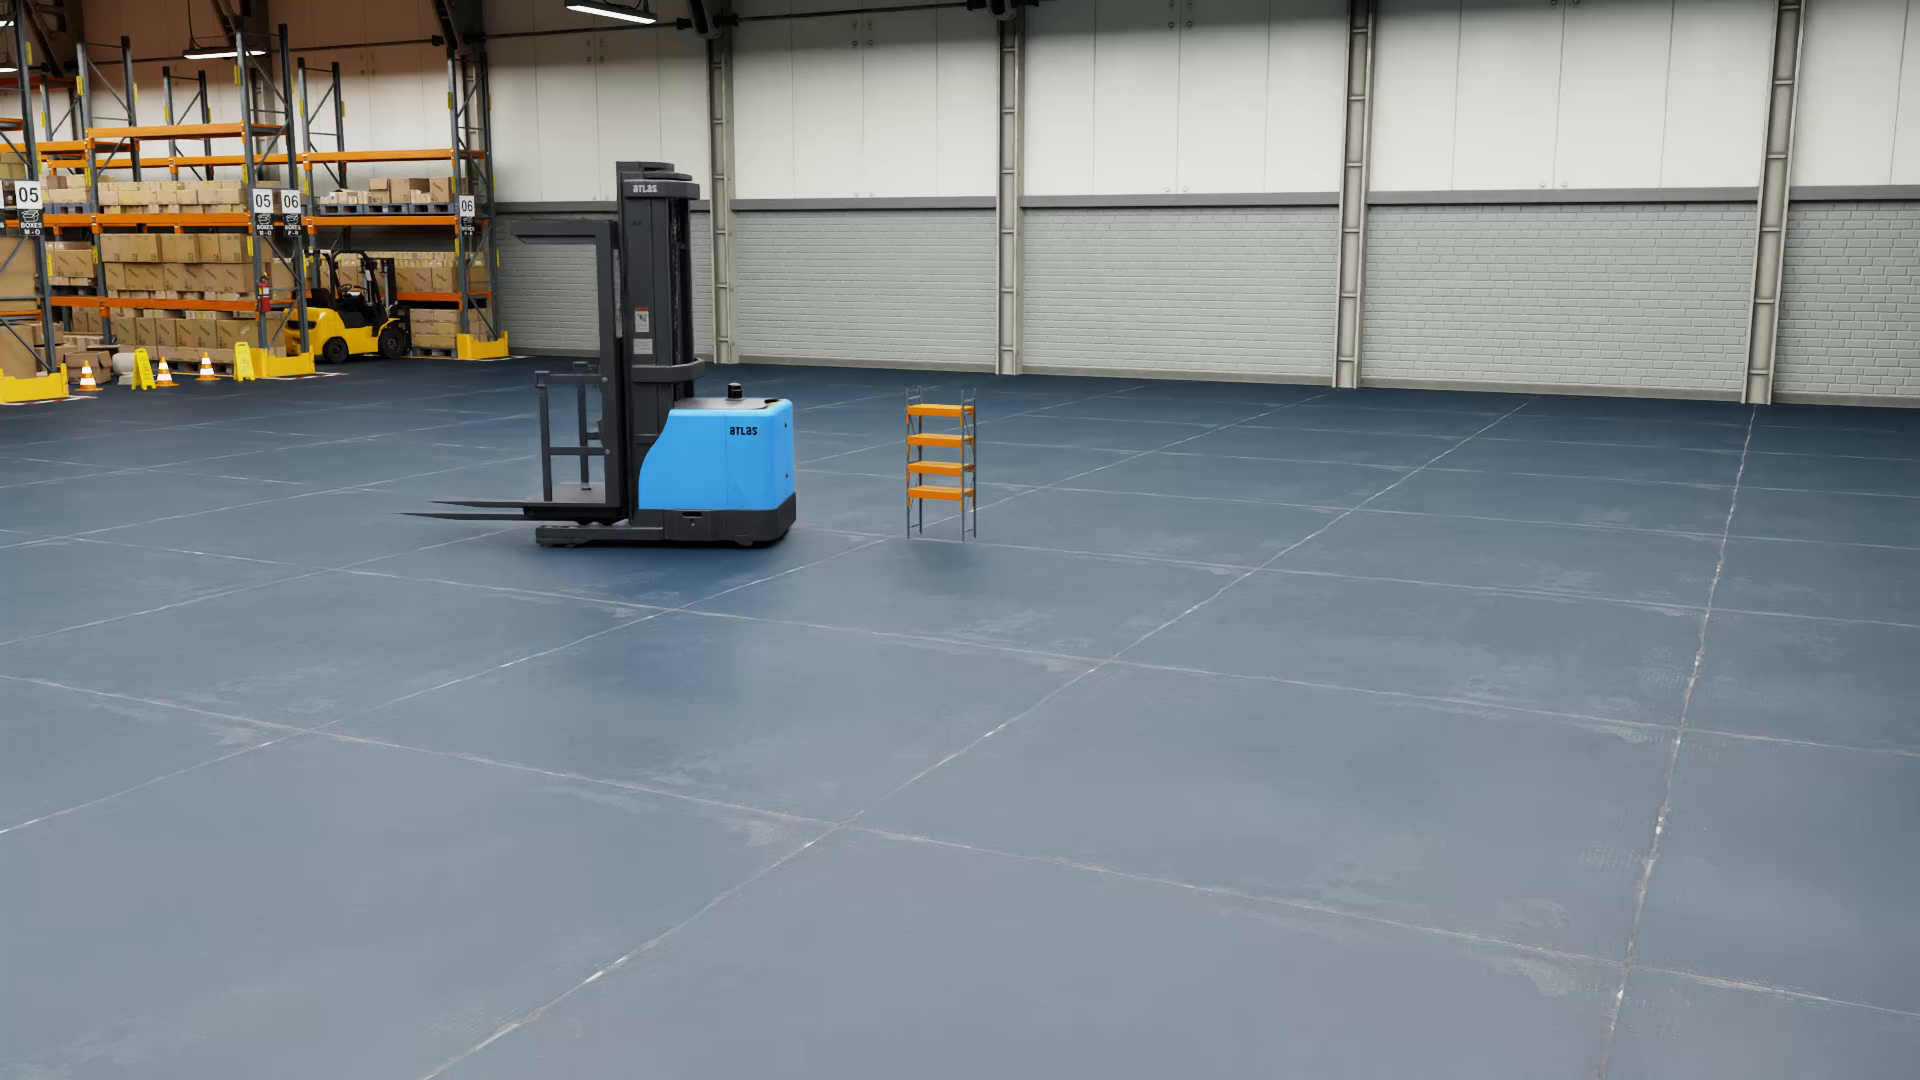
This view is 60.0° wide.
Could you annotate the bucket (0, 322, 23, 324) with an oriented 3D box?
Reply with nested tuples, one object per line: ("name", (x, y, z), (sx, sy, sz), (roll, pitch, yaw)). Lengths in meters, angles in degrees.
("bucket", (-16.399, -3.391, 28.466), (0.726, 0.611, 0.620), (-10, 4, -43))

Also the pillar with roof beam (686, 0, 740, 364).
("pillar with roof beam", (-6.411, -7.163, 27.540), (0.548, 9.000, 9.100), (5, 11, 26))

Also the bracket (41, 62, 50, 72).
("bracket", (-21.178, -11.016, 38.723), (0.430, 0.232, 0.235), (5, 11, 26))

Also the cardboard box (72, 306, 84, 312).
("cardboard box", (-20.219, -5.343, 38.348), (0.250, 0.149, 0.380), (6, 12, 29))

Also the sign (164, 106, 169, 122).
("sign", (-17.067, -9.166, 35.763), (0.005, 0.325, 0.100), (5, 11, 26))

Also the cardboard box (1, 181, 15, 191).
("cardboard box", (-14.120, -5.267, 24.734), (0.250, 0.149, 0.380), (5, 11, 26))

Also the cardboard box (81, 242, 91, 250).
("cardboard box", (-16.727, -5.579, 31.515), (0.250, 0.149, 0.380), (6, 12, 29))

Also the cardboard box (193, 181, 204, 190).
("cardboard box", (-13.161, -6.196, 29.086), (0.250, 0.149, 0.380), (5, 11, 26))

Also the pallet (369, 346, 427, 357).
("pallet", (-11.456, -3.950, 34.464), (1.213, 0.211, 1.003), (5, 11, 26))

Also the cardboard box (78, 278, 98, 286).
("cardboard box", (-16.025, -4.774, 30.712), (0.250, 0.149, 0.380), (5, 11, 27))

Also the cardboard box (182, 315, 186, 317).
("cardboard box", (-14.336, -3.874, 30.647), (0.500, 0.500, 0.500), (5, 12, 27))

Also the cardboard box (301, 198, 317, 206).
("cardboard box", (-13.923, -7.194, 35.380), (0.250, 0.149, 0.380), (5, 11, 26))

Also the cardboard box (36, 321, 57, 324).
("cardboard box", (-21.373, -5.004, 38.957), (0.258, 0.266, 0.396), (5, 12, 28))

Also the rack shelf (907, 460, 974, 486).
("rack shelf", (-0.148, -0.537, 13.207), (0.480, 0.148, 0.258), (5, 11, 26))

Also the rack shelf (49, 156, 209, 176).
("rack shelf", (-18.630, -8.362, 37.306), (4.000, 0.370, 1.077), (5, 11, 26))

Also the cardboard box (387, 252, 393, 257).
("cardboard box", (-11.454, -5.802, 33.926), (0.250, 0.149, 0.380), (5, 11, 27))

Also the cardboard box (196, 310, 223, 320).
("cardboard box", (-13.271, -3.981, 29.420), (0.250, 0.149, 0.380), (5, 12, 27))

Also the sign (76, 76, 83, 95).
("sign", (-15.682, -8.095, 29.623), (0.005, 0.325, 0.100), (5, 11, 26))

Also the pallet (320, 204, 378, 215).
("pallet", (-12.473, -6.857, 34.521), (1.213, 0.211, 1.003), (5, 11, 26))

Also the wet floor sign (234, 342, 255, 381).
("wet floor sign", (-12.158, -3.035, 28.188), (0.267, 0.644, 0.232), (-10, 14, -43))

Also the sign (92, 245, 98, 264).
("sign", (-15.684, -5.175, 30.152), (0.005, 0.325, 0.100), (5, 11, 26))

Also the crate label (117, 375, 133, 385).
("crate label", (-13.730, -2.647, 27.469), (0.298, 0.136, 0.250), (-1, 10, -4))

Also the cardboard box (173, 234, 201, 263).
("cardboard box", (-13.363, -5.137, 29.269), (0.500, 0.500, 0.700), (5, 11, 25))

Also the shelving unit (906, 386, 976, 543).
("shelving unit", (-0.148, -0.603, 13.195), (0.503, 1.200, 0.258), (5, 11, 26))

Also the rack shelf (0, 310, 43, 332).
("rack shelf", (-15.748, -3.384, 25.528), (4.000, 0.370, 1.077), (5, 11, 26))

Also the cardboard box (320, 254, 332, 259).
("cardboard box", (-13.094, -5.930, 34.635), (0.250, 0.149, 0.380), (5, 12, 27))

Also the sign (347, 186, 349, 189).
("sign", (-13.005, -7.346, 35.299), (0.005, 0.325, 0.100), (5, 11, 26))

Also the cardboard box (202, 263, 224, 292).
("cardboard box", (-12.910, -4.614, 29.185), (0.500, 0.500, 0.500), (5, 11, 26))

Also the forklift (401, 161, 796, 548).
("forklift", (-2.891, -1.475, 13.150), (3.031, 2.935, 1.130), (1, 10, 4))

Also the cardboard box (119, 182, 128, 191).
("cardboard box", (-14.825, -6.324, 29.795), (0.250, 0.149, 0.380), (5, 11, 24))

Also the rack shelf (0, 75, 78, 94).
("rack shelf", (-22.217, -10.509, 38.716), (4.000, 0.370, 1.077), (5, 11, 26))

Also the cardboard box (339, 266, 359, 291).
("cardboard box", (-12.492, -5.422, 34.484), (0.500, 0.500, 0.500), (5, 12, 27))

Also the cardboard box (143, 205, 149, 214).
("cardboard box", (-14.348, -5.903, 29.706), (0.250, 0.149, 0.380), (5, 11, 24))

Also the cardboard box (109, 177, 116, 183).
("cardboard box", (-16.240, -6.697, 31.227), (0.500, 0.250, 0.500), (5, 11, 25))

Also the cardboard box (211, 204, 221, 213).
("cardboard box", (-12.759, -5.756, 28.894), (0.250, 0.149, 0.380), (5, 12, 28))

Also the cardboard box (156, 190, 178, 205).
("cardboard box", (-13.805, -6.045, 29.370), (0.500, 0.250, 0.500), (5, 11, 26))

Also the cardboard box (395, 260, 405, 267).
("cardboard box", (-11.258, -5.621, 33.761), (0.250, 0.149, 0.380), (5, 11, 26))

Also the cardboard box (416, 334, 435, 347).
("cardboard box", (-10.665, -4.053, 33.745), (0.500, 0.250, 0.500), (5, 11, 26))

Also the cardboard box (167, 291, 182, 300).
("cardboard box", (-13.920, -4.377, 29.699), (0.250, 0.149, 0.380), (5, 11, 26))

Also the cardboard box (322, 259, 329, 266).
("cardboard box", (-13.079, -5.789, 34.691), (0.250, 0.149, 0.380), (5, 11, 25))

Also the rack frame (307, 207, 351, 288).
("rack frame", (-13.249, -5.488, 35.129), (0.127, 3.000, 1.000), (5, 11, 26))

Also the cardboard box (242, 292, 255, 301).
("cardboard box", (-12.285, -4.251, 29.002), (0.250, 0.149, 0.380), (5, 12, 28))

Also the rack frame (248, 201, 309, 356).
("rack frame", (-11.855, -4.379, 29.005), (0.127, 3.000, 1.000), (5, 11, 26))

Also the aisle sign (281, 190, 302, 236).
("aisle sign", (-11.662, -5.703, 29.020), (0.004, 0.787, 0.394), (5, 11, 26))

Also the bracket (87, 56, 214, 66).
("bracket", (-18.108, -10.746, 37.232), (4.783, 0.066, 0.076), (5, 11, 26))

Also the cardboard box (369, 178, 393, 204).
("cardboard box", (-11.549, -7.100, 33.865), (0.637, 0.503, 0.797), (5, 12, 28))

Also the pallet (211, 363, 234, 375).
("pallet", (-12.636, -3.083, 29.671), (1.213, 0.211, 1.003), (5, 11, 26))

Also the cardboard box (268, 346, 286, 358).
("cardboard box", (-12.456, -3.341, 29.808), (0.500, 0.250, 0.500), (5, 11, 25))

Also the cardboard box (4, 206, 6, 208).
("cardboard box", (-18.183, -6.459, 31.791), (0.500, 0.500, 0.700), (5, 11, 26))
